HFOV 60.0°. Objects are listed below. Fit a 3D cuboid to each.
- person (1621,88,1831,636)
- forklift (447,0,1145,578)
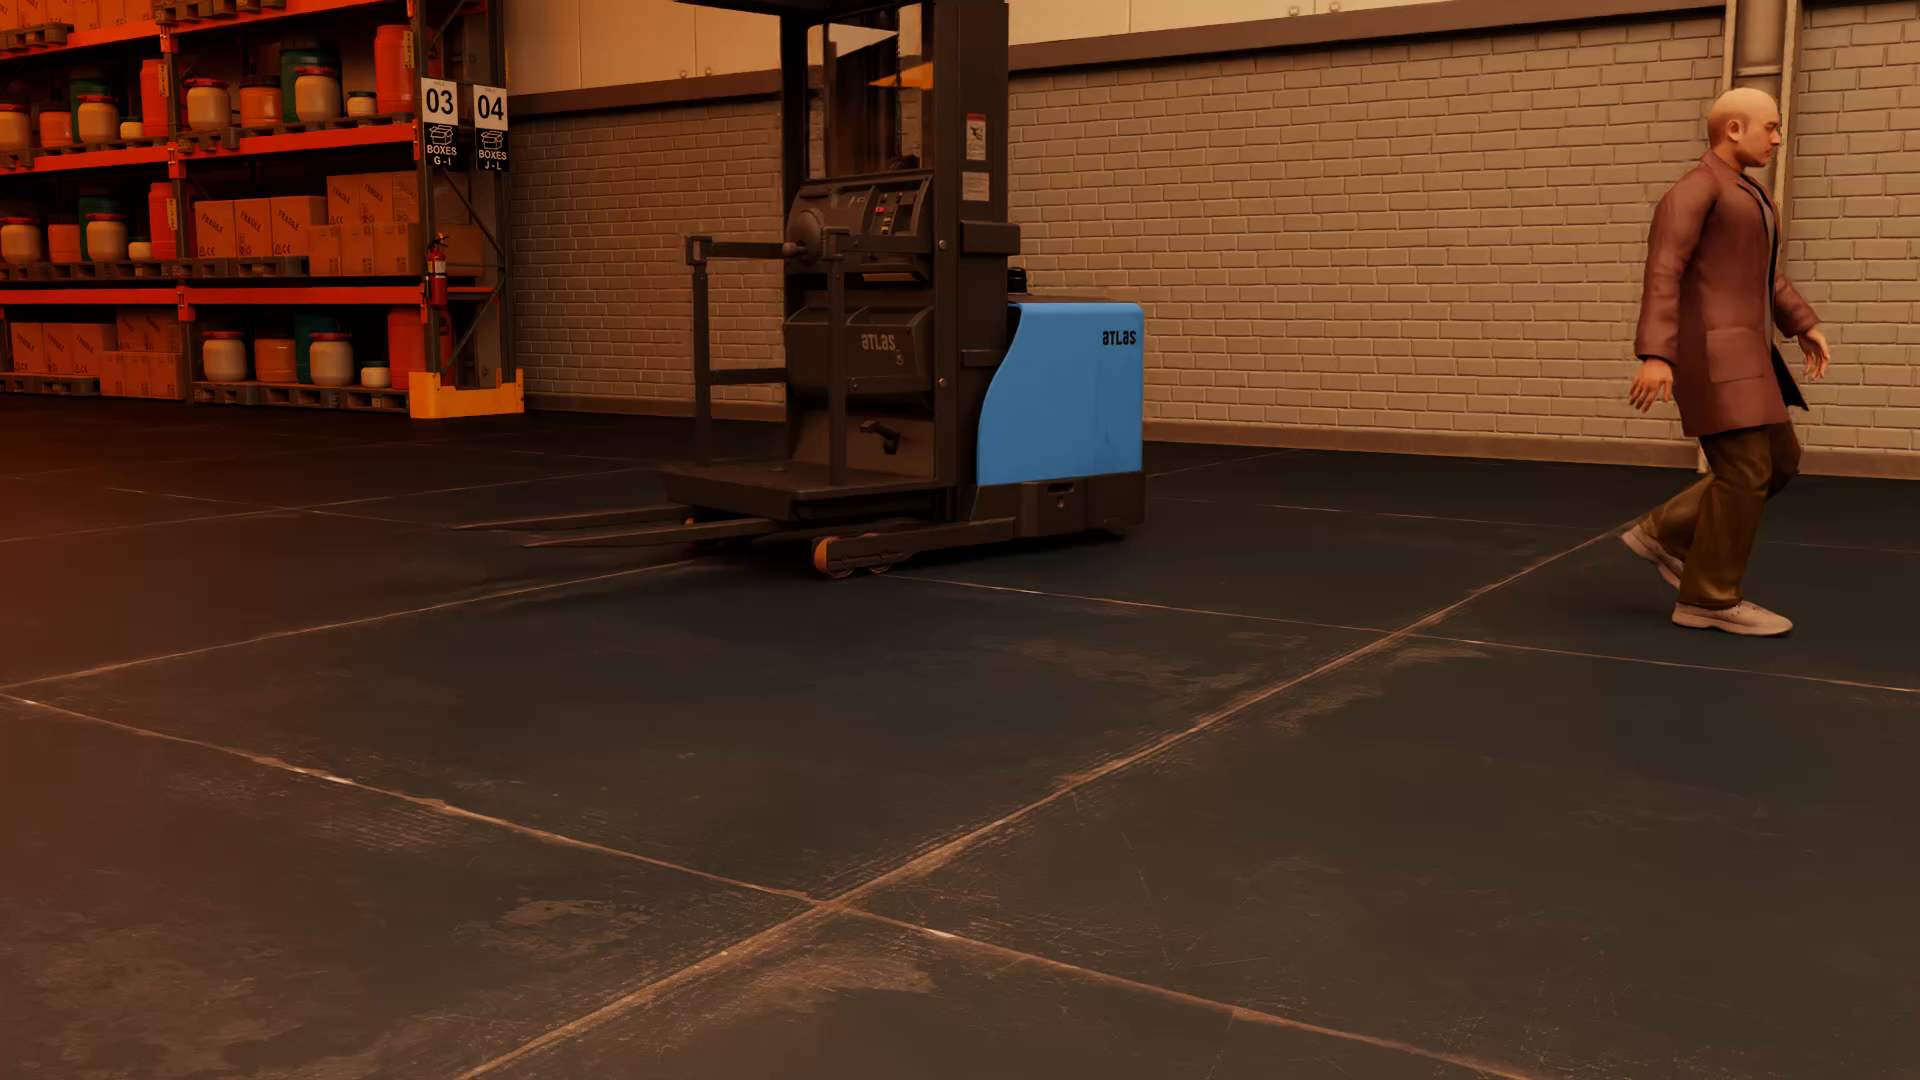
[{"bbox_3d":[2.504,-0.588,5.501,0.597,1.760,0.826,6,10,35],"label":"person"},{"bbox_3d":[-0.598,-1.382,6.914,3.031,2.935,1.130,-7,11,-40],"label":"forklift"}]
